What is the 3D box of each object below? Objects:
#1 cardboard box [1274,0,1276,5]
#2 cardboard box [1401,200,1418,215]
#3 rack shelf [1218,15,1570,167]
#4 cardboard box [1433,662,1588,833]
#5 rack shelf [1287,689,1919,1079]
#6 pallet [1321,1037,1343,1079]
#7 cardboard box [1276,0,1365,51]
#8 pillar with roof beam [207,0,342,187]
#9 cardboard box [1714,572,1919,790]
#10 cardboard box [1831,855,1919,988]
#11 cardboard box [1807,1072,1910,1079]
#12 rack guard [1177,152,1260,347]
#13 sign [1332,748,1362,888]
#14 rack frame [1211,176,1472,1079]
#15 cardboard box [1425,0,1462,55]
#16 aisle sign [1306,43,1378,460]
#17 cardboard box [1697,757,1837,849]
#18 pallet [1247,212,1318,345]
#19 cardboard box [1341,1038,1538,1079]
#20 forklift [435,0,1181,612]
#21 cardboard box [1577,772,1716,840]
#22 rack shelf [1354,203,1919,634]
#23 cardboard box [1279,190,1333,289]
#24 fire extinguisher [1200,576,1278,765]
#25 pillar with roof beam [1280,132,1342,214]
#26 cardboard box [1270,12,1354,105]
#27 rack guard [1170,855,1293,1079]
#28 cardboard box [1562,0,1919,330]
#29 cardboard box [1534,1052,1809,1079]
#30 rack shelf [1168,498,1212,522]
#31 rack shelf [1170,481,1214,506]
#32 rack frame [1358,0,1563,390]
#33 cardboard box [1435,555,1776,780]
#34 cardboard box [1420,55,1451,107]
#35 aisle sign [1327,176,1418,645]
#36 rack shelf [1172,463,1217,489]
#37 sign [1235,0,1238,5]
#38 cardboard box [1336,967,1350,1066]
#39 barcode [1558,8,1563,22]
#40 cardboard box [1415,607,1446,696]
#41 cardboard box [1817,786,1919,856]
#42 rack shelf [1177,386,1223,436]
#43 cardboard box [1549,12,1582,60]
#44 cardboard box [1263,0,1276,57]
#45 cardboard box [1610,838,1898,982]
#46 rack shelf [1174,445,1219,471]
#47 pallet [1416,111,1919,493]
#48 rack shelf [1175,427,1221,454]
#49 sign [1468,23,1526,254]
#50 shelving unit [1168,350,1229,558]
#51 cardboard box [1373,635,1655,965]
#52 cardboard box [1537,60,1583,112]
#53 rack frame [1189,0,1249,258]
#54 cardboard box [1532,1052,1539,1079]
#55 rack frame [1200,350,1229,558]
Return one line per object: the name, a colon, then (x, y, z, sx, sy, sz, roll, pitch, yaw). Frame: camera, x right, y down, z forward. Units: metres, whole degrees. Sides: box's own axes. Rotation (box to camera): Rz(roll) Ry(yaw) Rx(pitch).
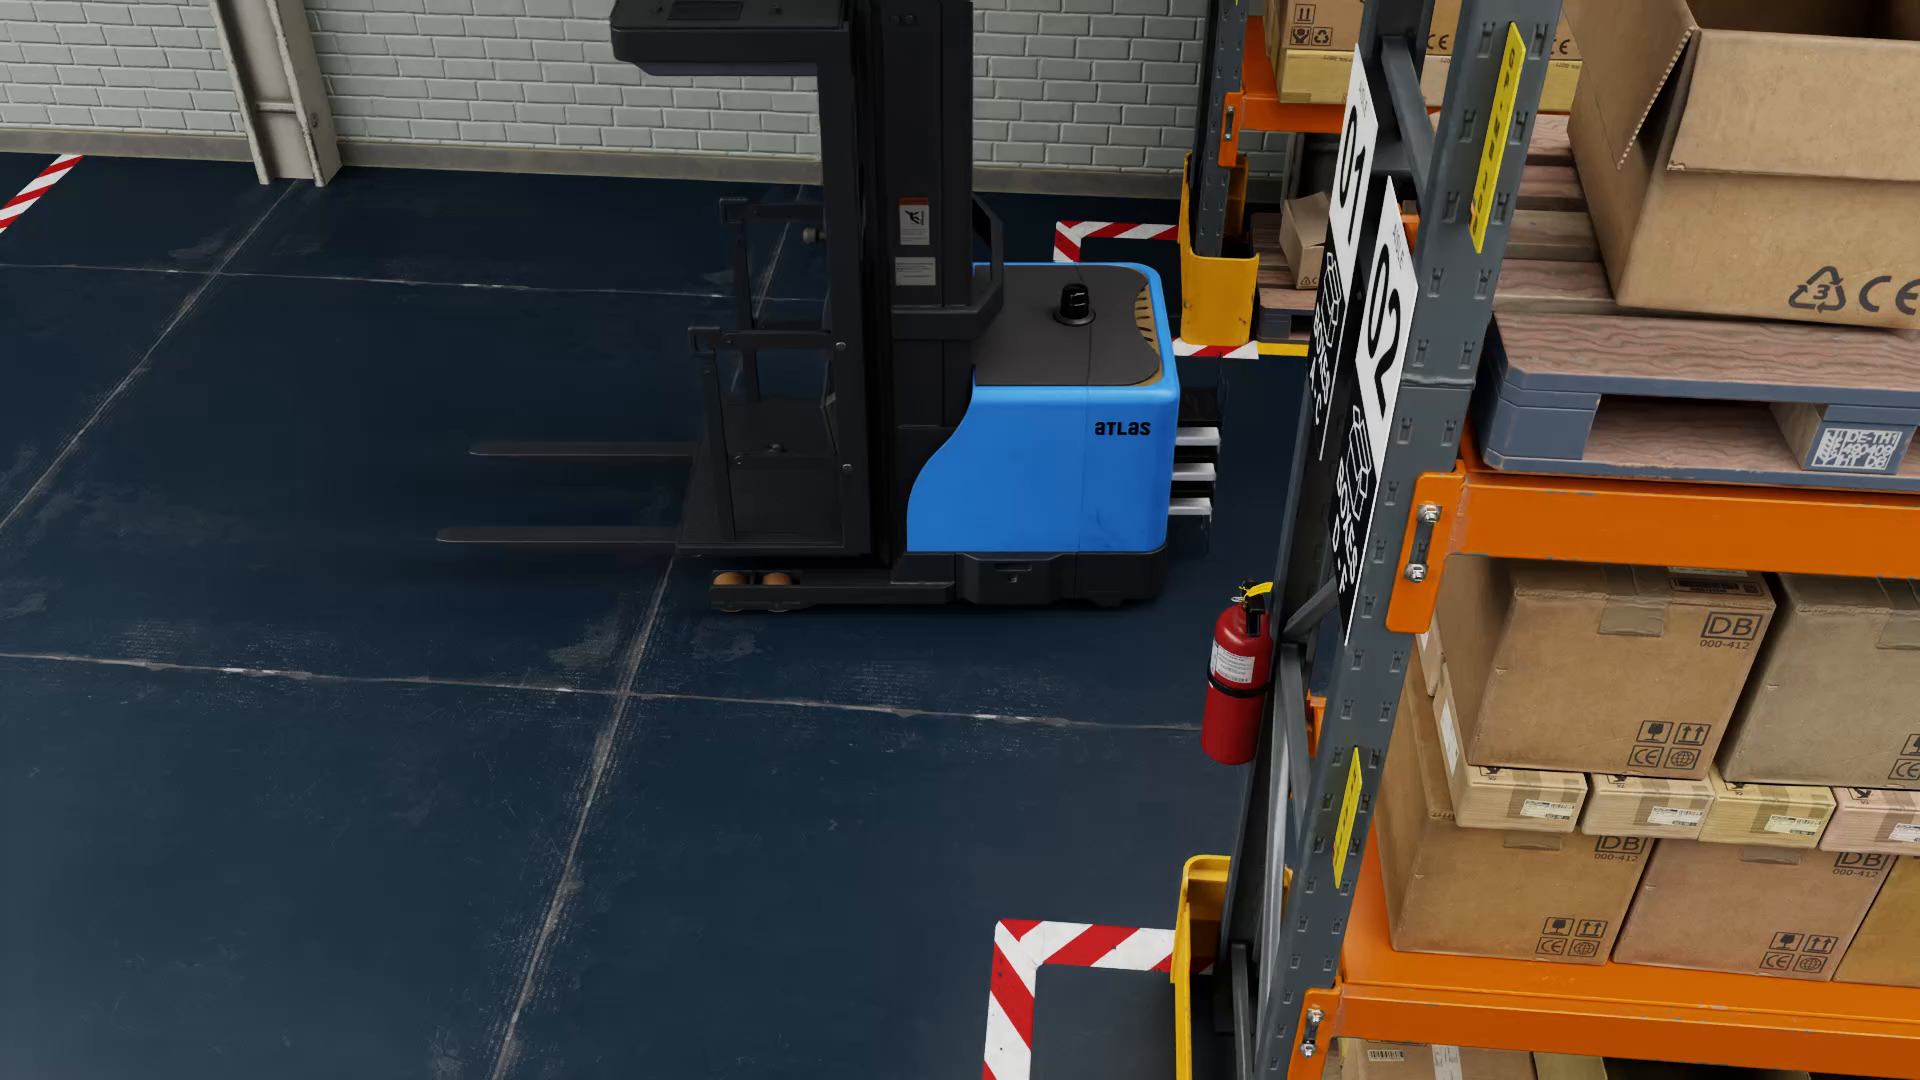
cardboard box: (1.761, -2.872, 7.911, 0.500, 0.500, 0.500, 3, 39, 3)
cardboard box: (2.522, -1.526, 8.530, 0.500, 0.311, 0.500, 6, 40, 8)
rack shelf: (3.265, -2.136, 8.068, 4.000, 0.370, 1.077, 3, 39, 4)
cardboard box: (1.221, 0.458, 3.718, 0.250, 0.149, 0.380, 3, 39, 4)
rack shelf: (2.841, 0.980, 4.240, 4.000, 0.370, 1.077, 3, 39, 4)
pallet: (1.614, 1.689, 5.008, 1.213, 0.211, 1.003, 3, 39, 4)
cardboard box: (1.722, -2.549, 7.515, 0.500, 0.500, 0.500, 3, 39, 4)
pillar with roof beam: (-4.304, -2.976, 3.777, 0.400, 9.000, 9.100, 3, 39, 4)
cardboard box: (1.890, 0.112, 3.630, 0.500, 0.500, 0.700, 2, 39, 3)
cardboard box: (2.331, 0.643, 4.005, 0.500, 0.500, 0.700, 3, 39, 4)
cardboard box: (2.362, 1.419, 4.382, 0.500, 0.500, 0.500, 3, 39, 4)
rack guard: (1.348, -1.550, 8.758, 0.348, 0.500, 1.175, 3, 39, 4)
sign: (0.795, 0.574, 3.420, 0.005, 0.325, 0.100, 3, 39, 4)
rack frame: (0.849, 0.592, 4.147, 0.127, 3.000, 1.000, 3, 39, 4)
cardboard box: (2.214, -2.516, 7.474, 0.500, 0.500, 0.500, 3, 39, 4)
aisle sign: (0.809, -0.605, 3.557, 0.004, 0.787, 0.394, 3, 39, 4)
cardboard box: (1.733, 0.486, 3.684, 0.250, 0.149, 0.380, 3, 39, 4)
pallet: (2.155, -1.372, 8.768, 1.213, 0.211, 1.003, 3, 39, 4)
cardboard box: (1.364, 1.665, 4.674, 0.500, 0.250, 0.500, 3, 39, 4)
forklift: (-0.663, -1.173, 6.369, 3.031, 2.935, 1.130, 0, 39, 0)
cardboard box: (1.485, 0.471, 3.702, 0.250, 0.149, 0.380, 2, 39, 3)
rack shelf: (2.841, -0.183, 3.293, 4.000, 0.370, 1.077, 3, 39, 4)
cardboard box: (1.954, -1.557, 8.569, 0.500, 0.311, 0.500, -1, 39, -1)
fire extinguisher: (0.771, 0.323, 4.538, 0.183, 0.674, 0.296, 3, 39, 4)
pillar with roof beam: (1.673, -2.649, 3.376, 0.400, 9.000, 9.100, 3, 39, 4)
cardboard box: (1.731, -2.247, 7.738, 0.500, 0.250, 0.500, 2, 39, 3)
rack guard: (0.825, 1.560, 4.937, 0.348, 0.500, 1.175, 3, 39, 4)
cardboard box: (1.421, -0.795, 2.949, 0.637, 0.503, 0.797, 6, 39, 7)
cardboard box: (1.862, 1.400, 4.406, 0.500, 0.500, 0.500, 3, 39, 4)
rack shelf: (0.960, -0.182, 7.099, 0.200, 0.077, 0.258, 0, 39, 0)
rack shelf: (0.960, -0.252, 7.042, 0.200, 0.077, 0.258, 0, 39, 0)
rack frame: (0.849, -1.735, 2.253, 0.127, 3.000, 1.000, 3, 39, 4)
cardboard box: (1.366, 0.086, 3.661, 0.500, 0.500, 0.700, 3, 39, 4)
cardboard box: (2.250, -2.228, 7.714, 0.500, 0.250, 0.500, 2, 39, 2)
aisle sign: (0.757, -0.227, 3.094, 0.004, 0.787, 0.394, 3, 39, 4)
rack shelf: (0.960, -0.322, 6.985, 0.200, 0.077, 0.258, 0, 39, 0)
sign: (1.226, -2.518, 7.282, 0.005, 0.325, 0.100, 3, 39, 4)
cardboard box: (1.409, 1.339, 5.075, 0.500, 0.250, 0.500, 3, 39, 4)
barcode: (1.191, -1.083, 3.369, 0.075, 0.075, 0.001, 3, 39, 4)
cardboard box: (1.246, 0.203, 4.032, 0.250, 0.149, 0.380, 3, 39, 3)
cardboard box: (1.984, 0.501, 3.666, 0.250, 0.149, 0.380, 3, 39, 3)
rack shelf: (0.960, -0.531, 6.815, 0.200, 0.077, 0.258, 0, 39, 0)
cardboard box: (2.728, -2.484, 7.434, 0.500, 0.500, 0.500, 2, 39, 2)
cardboard box: (1.755, -2.570, 8.134, 0.500, 0.250, 0.500, 4, 39, 4)
cardboard box: (1.836, 0.612, 4.043, 0.500, 0.500, 0.700, 4, 39, 5)
rack shelf: (0.960, -0.392, 6.928, 0.200, 0.077, 0.258, 0, 39, 0)
pallet: (1.551, -0.482, 3.160, 1.213, 0.211, 1.003, 3, 39, 4)
rack shelf: (0.960, -0.461, 6.872, 0.200, 0.077, 0.258, 0, 39, 0)
sign: (0.795, -0.592, 2.470, 0.005, 0.325, 0.100, 3, 39, 4)
shelving unit: (0.960, -0.348, 6.964, 0.210, 0.900, 0.258, 0, 39, 0)
cardboard box: (1.313, 0.587, 4.074, 0.500, 0.500, 0.700, 3, 39, 4)
cardboard box: (2.757, -2.196, 7.675, 0.500, 0.250, 0.500, 3, 39, 3)
rack frame: (1.273, -2.524, 7.974, 0.127, 3.000, 1.000, 3, 39, 4)
cardboard box: (1.862, 1.689, 4.644, 0.500, 0.250, 0.500, 3, 39, 4)
rack frame: (1.062, -0.347, 6.964, 0.006, 0.900, 0.240, 0, 39, 0)
